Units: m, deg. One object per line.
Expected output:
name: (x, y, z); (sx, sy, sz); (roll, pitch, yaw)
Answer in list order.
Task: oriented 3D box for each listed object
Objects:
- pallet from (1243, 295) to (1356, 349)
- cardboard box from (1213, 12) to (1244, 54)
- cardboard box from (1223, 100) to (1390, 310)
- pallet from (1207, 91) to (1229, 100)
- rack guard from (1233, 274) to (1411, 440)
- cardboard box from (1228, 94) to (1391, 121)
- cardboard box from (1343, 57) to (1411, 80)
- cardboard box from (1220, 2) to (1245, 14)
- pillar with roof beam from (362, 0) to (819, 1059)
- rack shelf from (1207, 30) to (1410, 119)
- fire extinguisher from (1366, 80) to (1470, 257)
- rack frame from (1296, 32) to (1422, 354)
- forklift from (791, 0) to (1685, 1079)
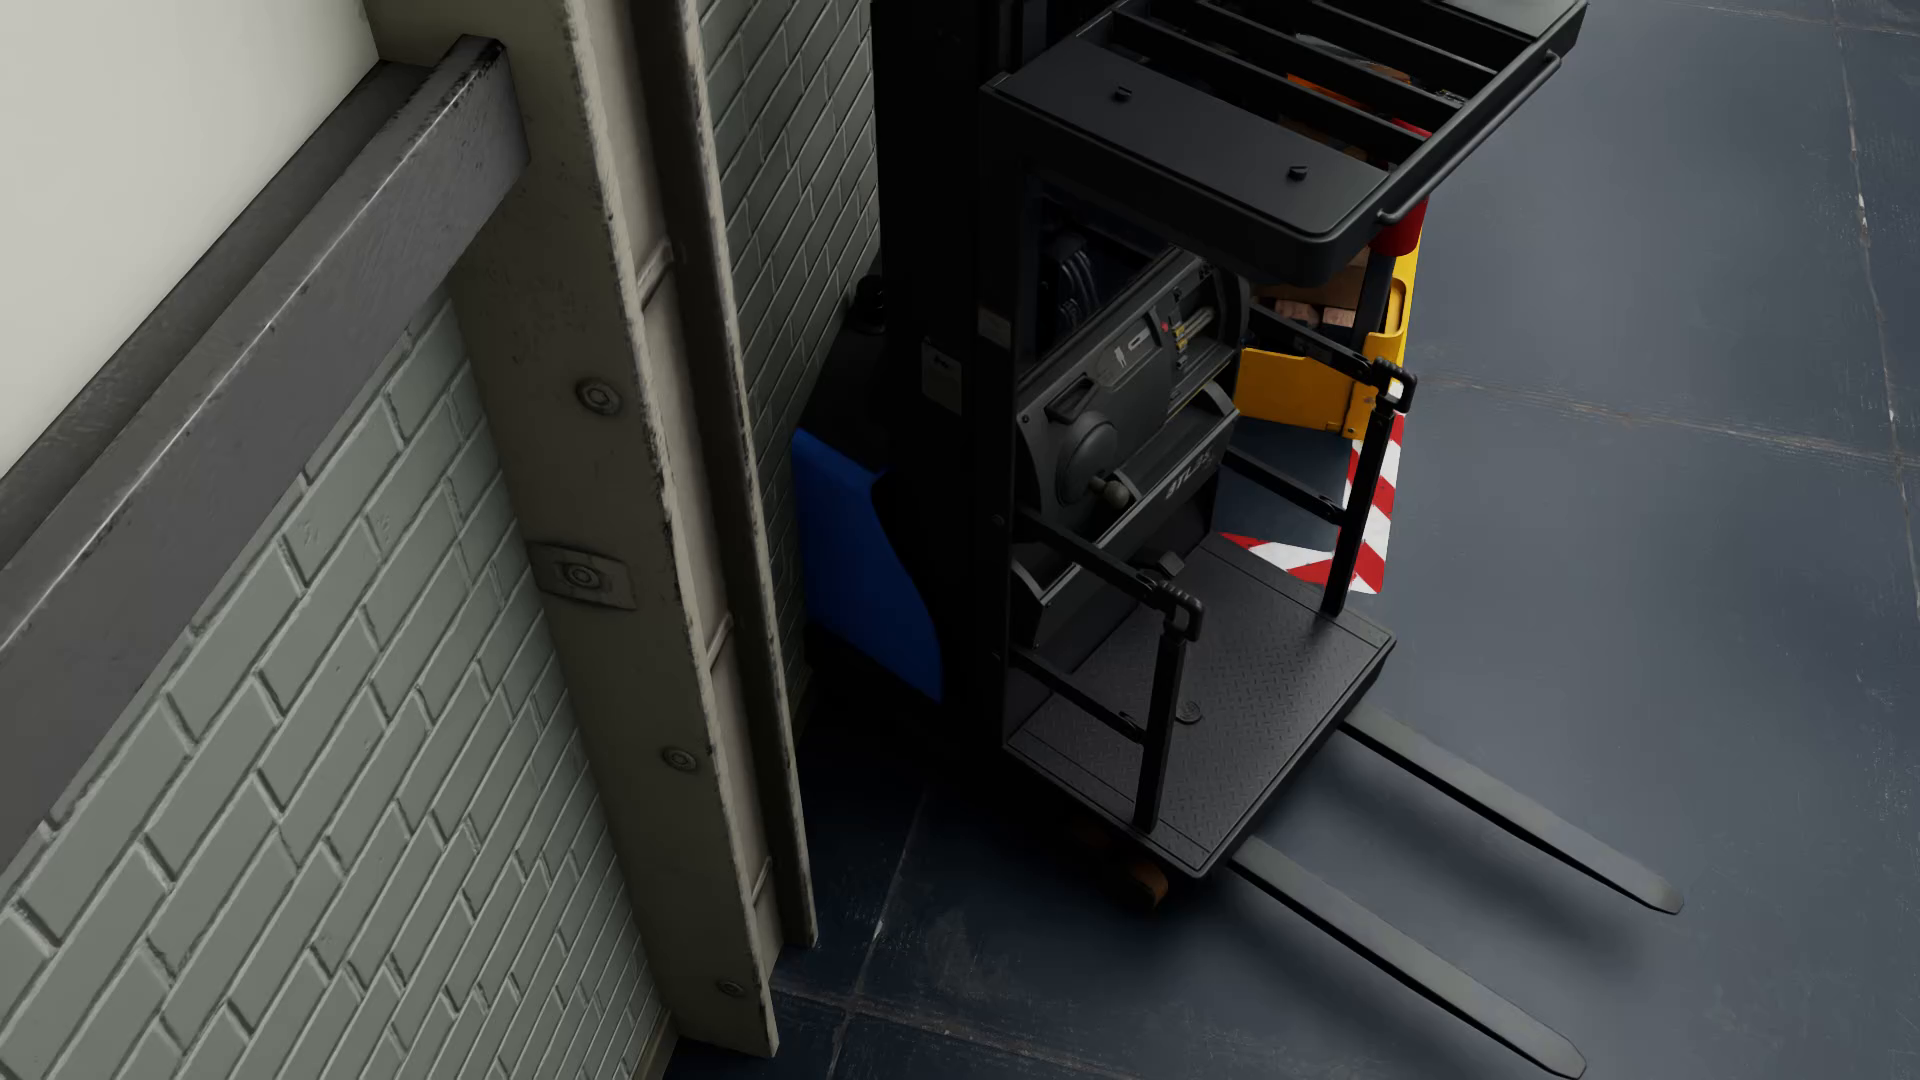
pallet: (1.205, -1.239, 6.703); (1.003, 0.211, 1.213); (12, 50, 10)
cardboard box: (0.804, -1.740, 5.453); (0.380, 0.149, 0.250); (11, 50, 10)
cardboard box: (1.228, -1.267, 6.252); (0.797, 0.503, 0.637); (10, 49, 9)
pallet: (1.528, -2.119, 7.480); (1.003, 0.211, 1.213); (12, 50, 10)
rack guard: (0.996, -0.758, 6.086); (1.175, 0.500, 0.348); (12, 50, 10)
cardboard box: (1.491, -1.877, 6.793); (0.700, 0.500, 0.500); (13, 50, 12)
cardboard box: (1.327, -1.631, 5.356); (0.380, 0.149, 0.250); (11, 50, 10)
cardboard box: (0.841, -1.964, 5.385); (0.500, 0.250, 0.500); (13, 50, 11)
pillar with roof beam: (3.550, -0.894, 0.537); (9.100, 9.000, 0.400); (12, 50, 10)
rack shelf: (1.502, -2.739, 6.647); (1.077, 0.370, 4.000); (12, 50, 10)
fire extinguisher: (1.383, -1.184, 5.094); (0.296, 0.674, 0.183); (12, 50, 10)
rack frame: (0.976, -1.530, 5.100); (1.000, 3.000, 0.127); (12, 50, 10)
forklift: (0.616, -0.358, 4.111); (3.031, 2.935, 1.130); (32, 56, 25)
